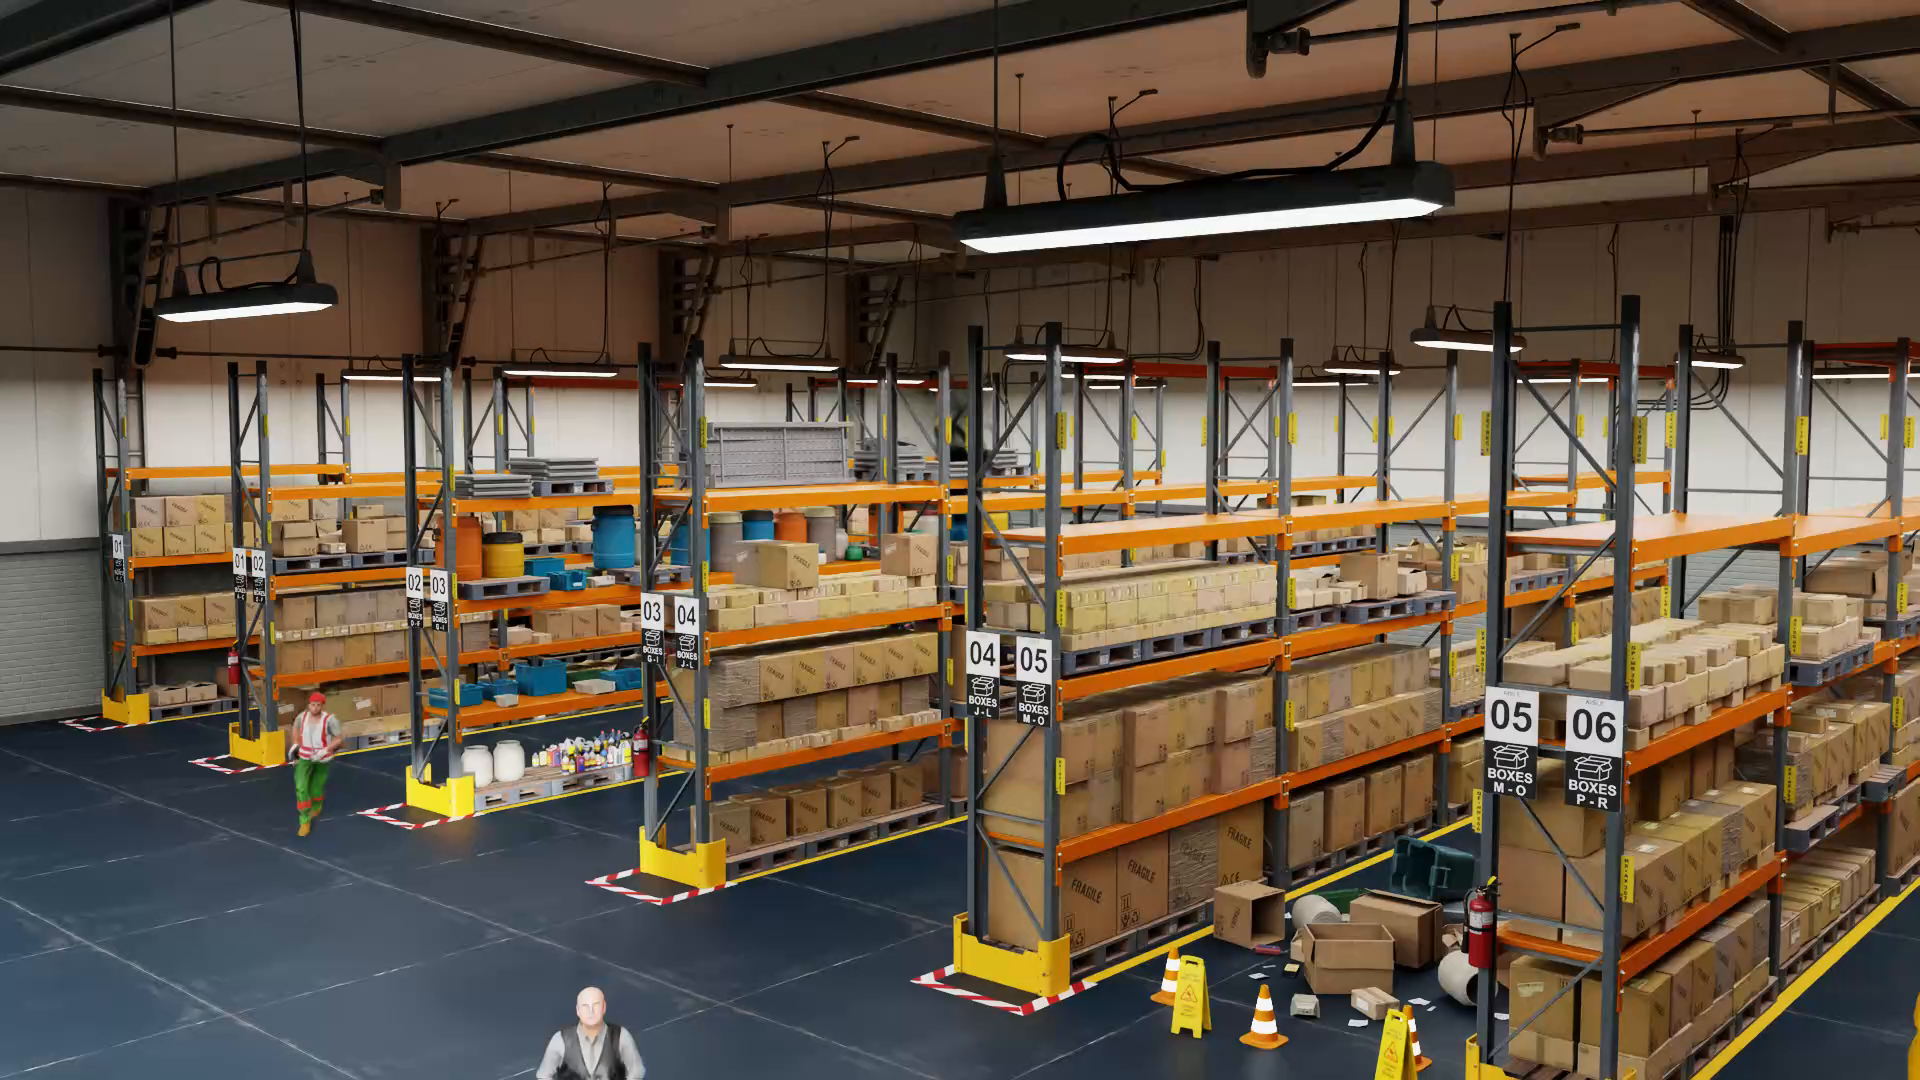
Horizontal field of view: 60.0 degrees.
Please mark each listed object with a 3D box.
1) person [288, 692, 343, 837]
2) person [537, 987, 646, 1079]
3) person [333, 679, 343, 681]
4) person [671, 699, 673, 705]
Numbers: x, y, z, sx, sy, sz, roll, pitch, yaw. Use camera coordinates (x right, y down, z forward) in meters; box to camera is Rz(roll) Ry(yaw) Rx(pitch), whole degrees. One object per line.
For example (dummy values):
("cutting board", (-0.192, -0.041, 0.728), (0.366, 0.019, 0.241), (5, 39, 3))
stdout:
("person", (-8.081, 2.749, 20.898), (0.659, 1.747, 0.970), (-1, 4, -9))
("person", (-2.264, 3.587, 10.240), (0.660, 1.675, 0.585), (-1, 4, -14))
("person", (-10.533, 2.221, 28.104), (0.664, 1.739, 0.592), (3, 5, 32))
("person", (-4.402, 2.288, 27.142), (0.675, 1.846, 0.829), (3, 5, 32))
